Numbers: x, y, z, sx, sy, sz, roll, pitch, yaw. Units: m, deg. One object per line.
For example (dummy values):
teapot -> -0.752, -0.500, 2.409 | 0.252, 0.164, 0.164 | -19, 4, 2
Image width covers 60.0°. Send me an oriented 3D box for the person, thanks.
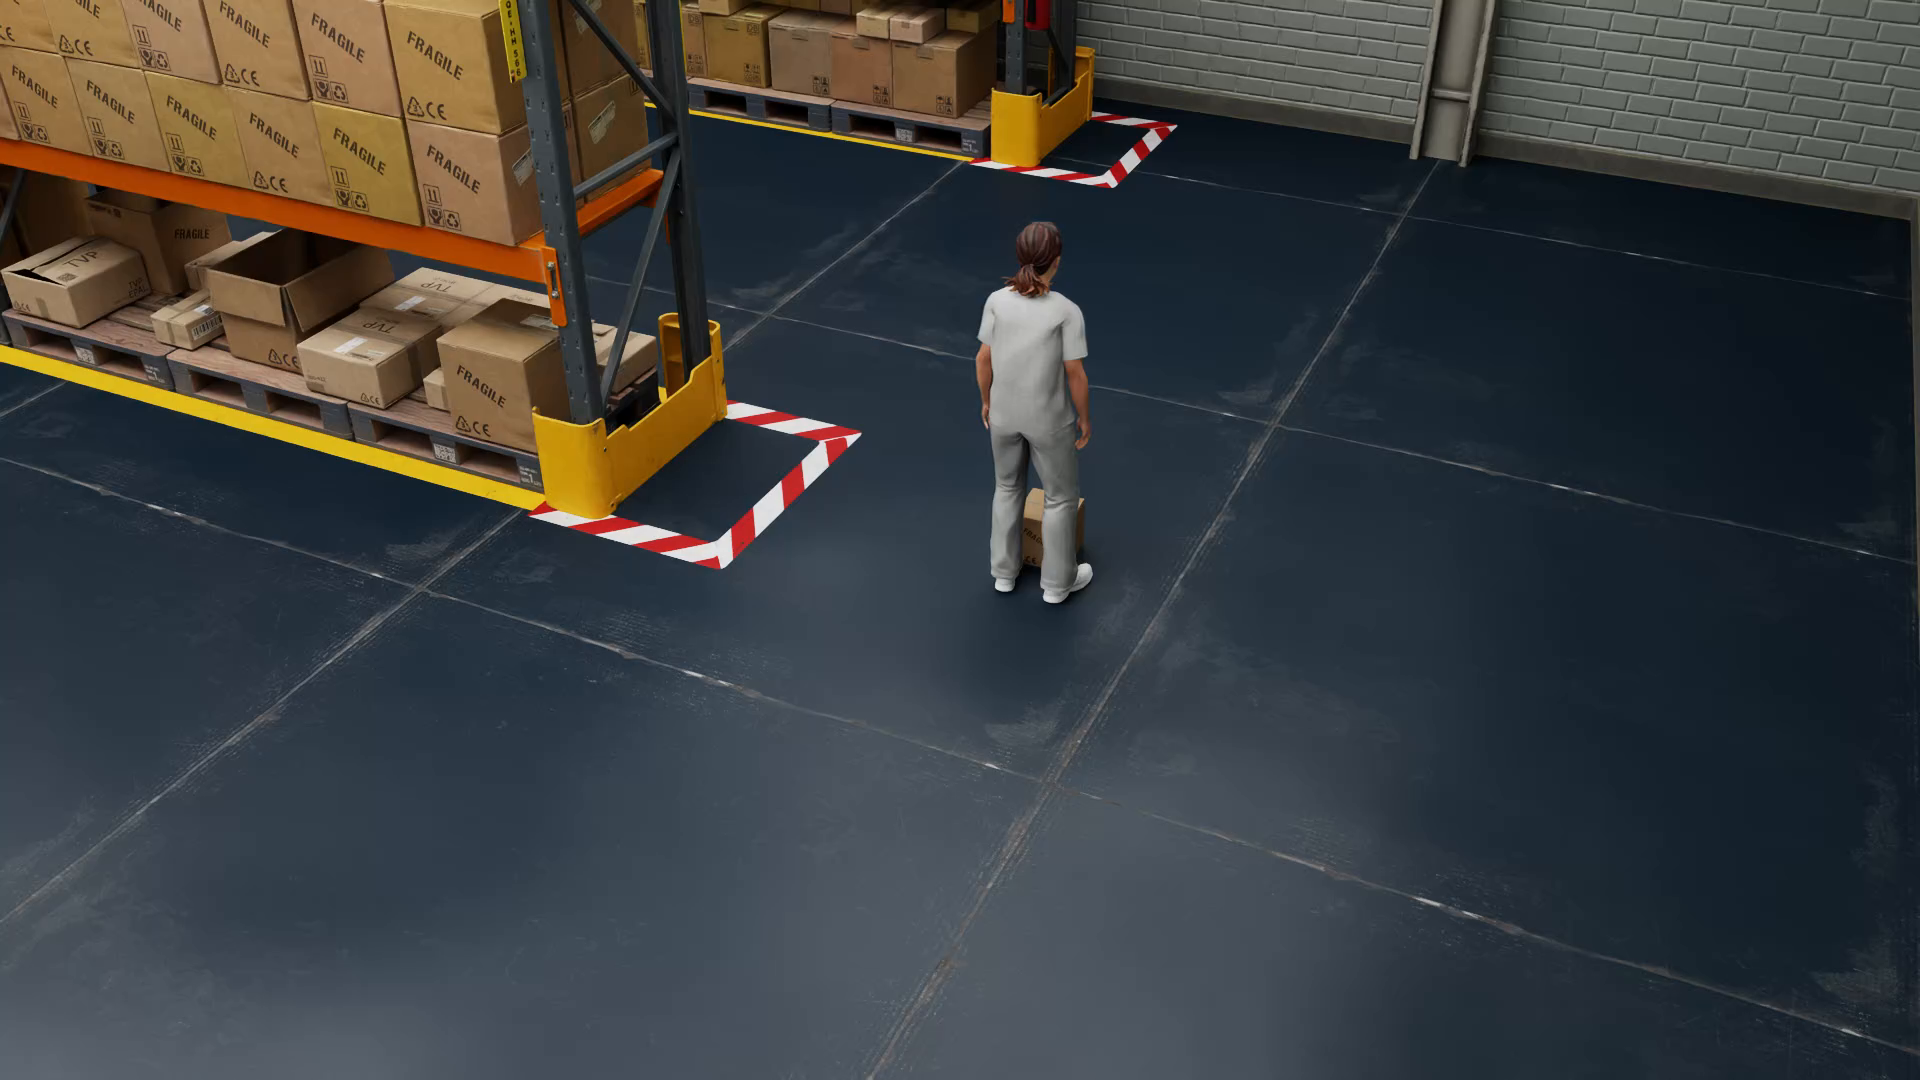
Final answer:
person -> 0.308, -0.499, 6.907 | 0.494, 1.652, 0.352 | 14, 36, 20
